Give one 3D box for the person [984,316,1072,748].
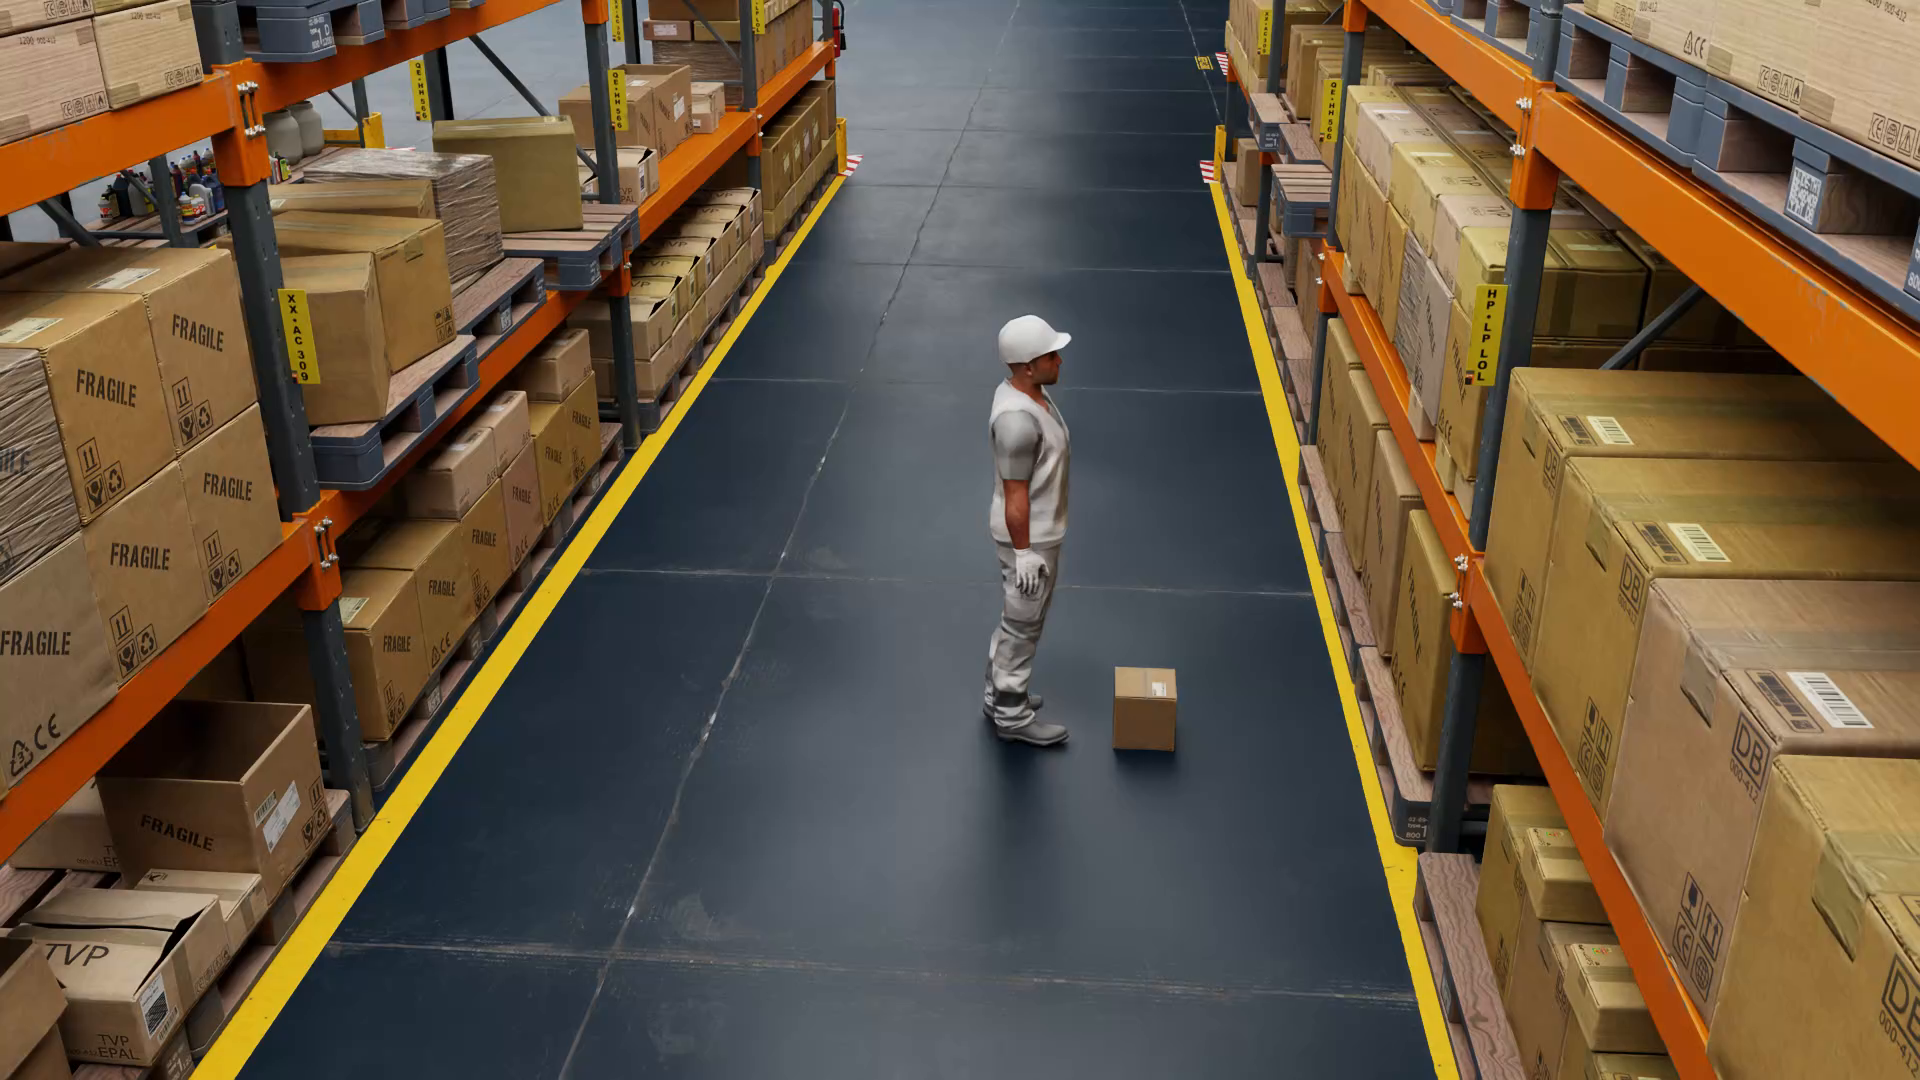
[{"bbox_3d":[0.275,-0.017,6.625,0.365,1.815,0.533,2,24,5],"label":"person"}]
